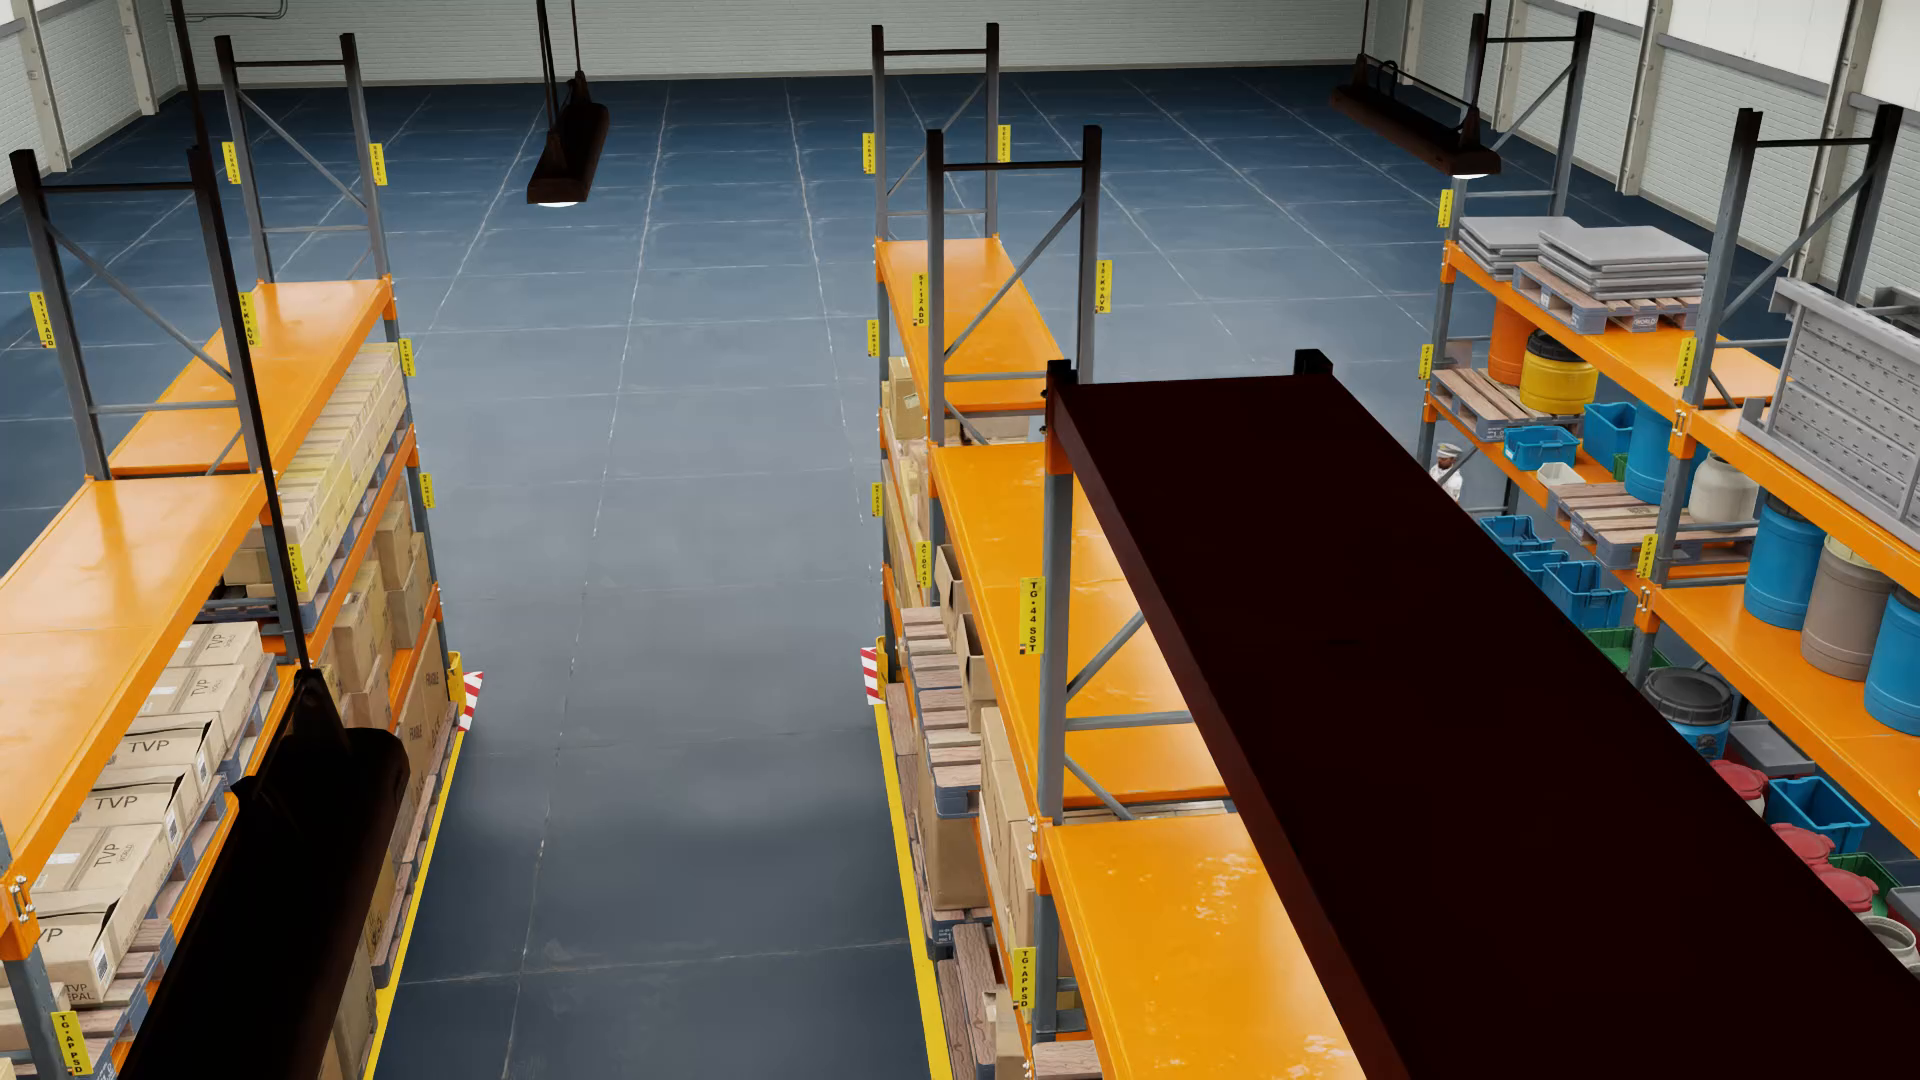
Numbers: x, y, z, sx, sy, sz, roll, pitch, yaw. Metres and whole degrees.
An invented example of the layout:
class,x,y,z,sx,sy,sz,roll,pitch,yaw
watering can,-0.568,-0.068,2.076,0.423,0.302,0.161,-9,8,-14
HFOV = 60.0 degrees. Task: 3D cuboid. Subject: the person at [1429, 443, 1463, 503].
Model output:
class,x,y,z,sx,sy,sz,roll,pitch,yaw
person,4.887,-0.221,16.979,0.431,1.685,0.475,-7,26,-14
